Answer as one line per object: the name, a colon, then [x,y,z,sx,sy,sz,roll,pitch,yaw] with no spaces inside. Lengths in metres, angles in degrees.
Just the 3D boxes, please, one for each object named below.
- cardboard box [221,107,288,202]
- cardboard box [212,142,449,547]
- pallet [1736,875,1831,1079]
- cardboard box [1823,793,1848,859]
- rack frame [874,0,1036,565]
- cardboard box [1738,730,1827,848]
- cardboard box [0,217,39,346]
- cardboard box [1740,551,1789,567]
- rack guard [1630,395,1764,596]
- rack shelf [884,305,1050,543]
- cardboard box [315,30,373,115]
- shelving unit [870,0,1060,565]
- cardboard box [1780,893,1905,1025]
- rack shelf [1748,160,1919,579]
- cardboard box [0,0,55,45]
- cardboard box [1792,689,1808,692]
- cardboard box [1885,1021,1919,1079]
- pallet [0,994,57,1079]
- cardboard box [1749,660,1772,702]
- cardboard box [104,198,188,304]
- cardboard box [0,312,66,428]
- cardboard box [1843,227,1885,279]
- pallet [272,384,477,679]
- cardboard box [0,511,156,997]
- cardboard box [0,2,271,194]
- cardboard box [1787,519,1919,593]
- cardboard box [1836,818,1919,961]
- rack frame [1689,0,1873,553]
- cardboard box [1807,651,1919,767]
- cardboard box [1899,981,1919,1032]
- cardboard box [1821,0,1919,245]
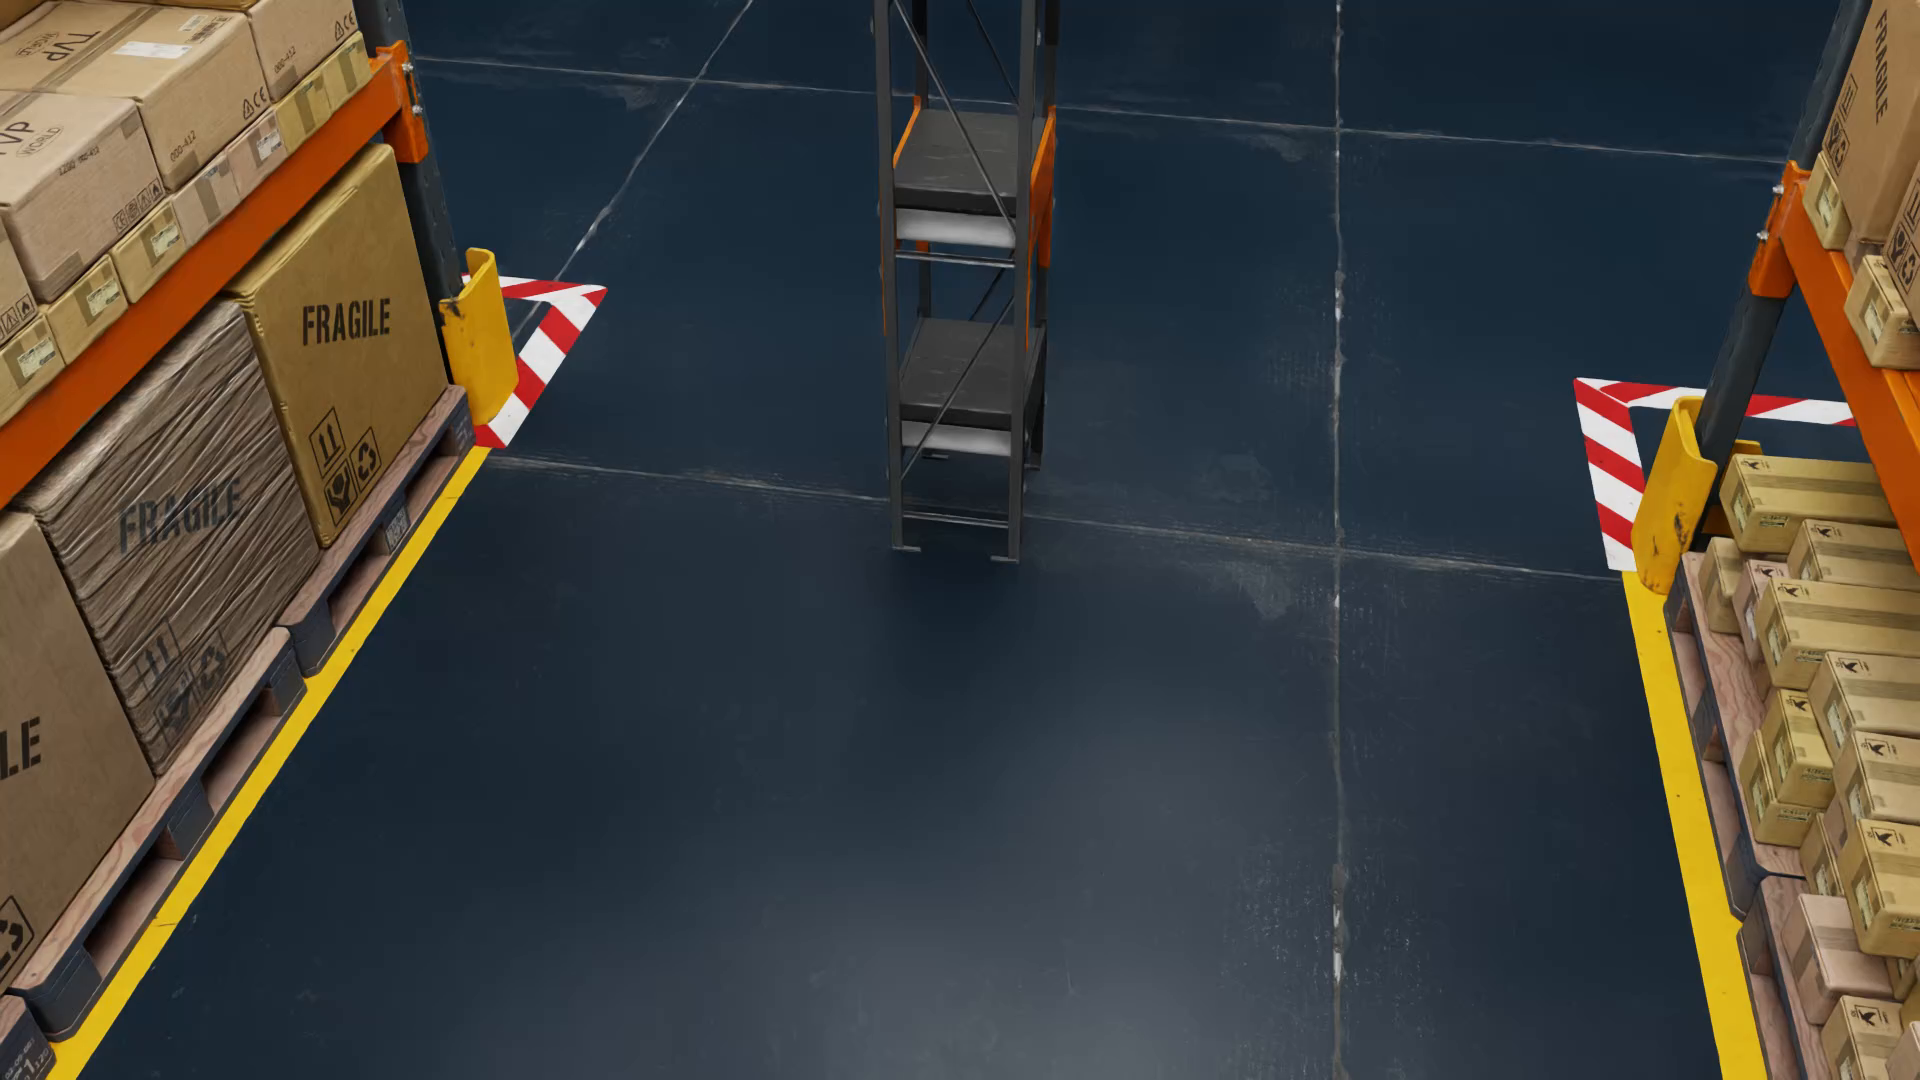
cardboard box: [-1.999,-1.018,4.325,0.380,0.149,0.250,6,40,8]
cardboard box: [-2.205,-0.629,4.995,0.875,0.875,0.875,6,40,8]
pallet: [2.292,1.305,3.505,1.003,0.211,1.213,6,40,8]
cardboard box: [2.189,0.692,3.734,0.380,0.149,0.250,5,40,6]
rack frame: [-0.014,-0.760,4.521,0.400,2.100,0.015,6,40,8]
cardboard box: [2.135,0.622,4.051,0.380,0.149,0.250,7,40,8]
cardboard box: [-2.258,-0.455,3.331,0.500,0.250,0.500,6,40,8]
cardboard box: [2.351,0.036,4.526,0.380,0.149,0.250,8,40,10]
rack guard: [2.681,-0.075,4.949,1.175,0.500,0.348,6,40,8]
rack shelf: [0.029,-0.363,5.161,0.431,0.518,0.480,6,40,8]
cardboard box: [-1.911,-1.340,4.714,0.380,0.149,0.250,7,40,9]
shelving unit: [0.029,-0.913,4.707,0.431,2.100,0.503,6,40,8]
cardboard box: [2.056,0.940,3.667,0.380,0.149,0.250,5,40,6]
rack shelf: [2.348,0.446,2.921,1.077,0.370,4.000,6,40,8]
cardboard box: [-2.606,-1.155,4.177,0.500,0.250,0.500,6,40,7]
cardboard box: [2.293,0.365,4.128,0.380,0.149,0.250,7,40,8]
cardboard box: [1.961,1.053,3.063,0.380,0.149,0.250,5,40,6]
pallet: [-2.657,1.420,3.367,1.003,0.211,1.213,6,40,8]
cardboard box: [2.324,0.317,4.420,0.380,0.149,0.250,6,40,7]
cardboard box: [-2.086,-0.699,3.938,0.380,0.149,0.250,6,40,7]
cardboard box: [-2.175,-0.381,3.554,0.380,0.149,0.250,7,40,9]
cardboard box: [2.312,-0.658,3.889,0.380,0.149,0.250,8,40,9]
pallet: [-2.235,-0.111,5.219,1.003,0.211,1.213,6,40,8]
cardboard box: [-2.517,0.501,3.628,0.875,0.875,0.875,6,40,8]
cardboard box: [-2.084,-1.102,4.113,0.500,0.250,0.500,6,40,7]
cardboard box: [2.340,0.099,4.217,0.380,0.149,0.250,7,40,8]
cardboard box: [2.061,0.741,3.441,0.380,0.149,0.250,7,40,8]
rack frame: [2.694,-1.086,4.210,1.000,3.000,0.127,6,40,8]
cardboard box: [2.209,0.408,3.844,0.380,0.149,0.250,5,40,5]
cardboard box: [2.126,1.035,3.319,0.380,0.149,0.250,8,40,10]
cardboard box: [2.345,-0.988,3.779,0.500,0.500,0.500,8,40,10]
